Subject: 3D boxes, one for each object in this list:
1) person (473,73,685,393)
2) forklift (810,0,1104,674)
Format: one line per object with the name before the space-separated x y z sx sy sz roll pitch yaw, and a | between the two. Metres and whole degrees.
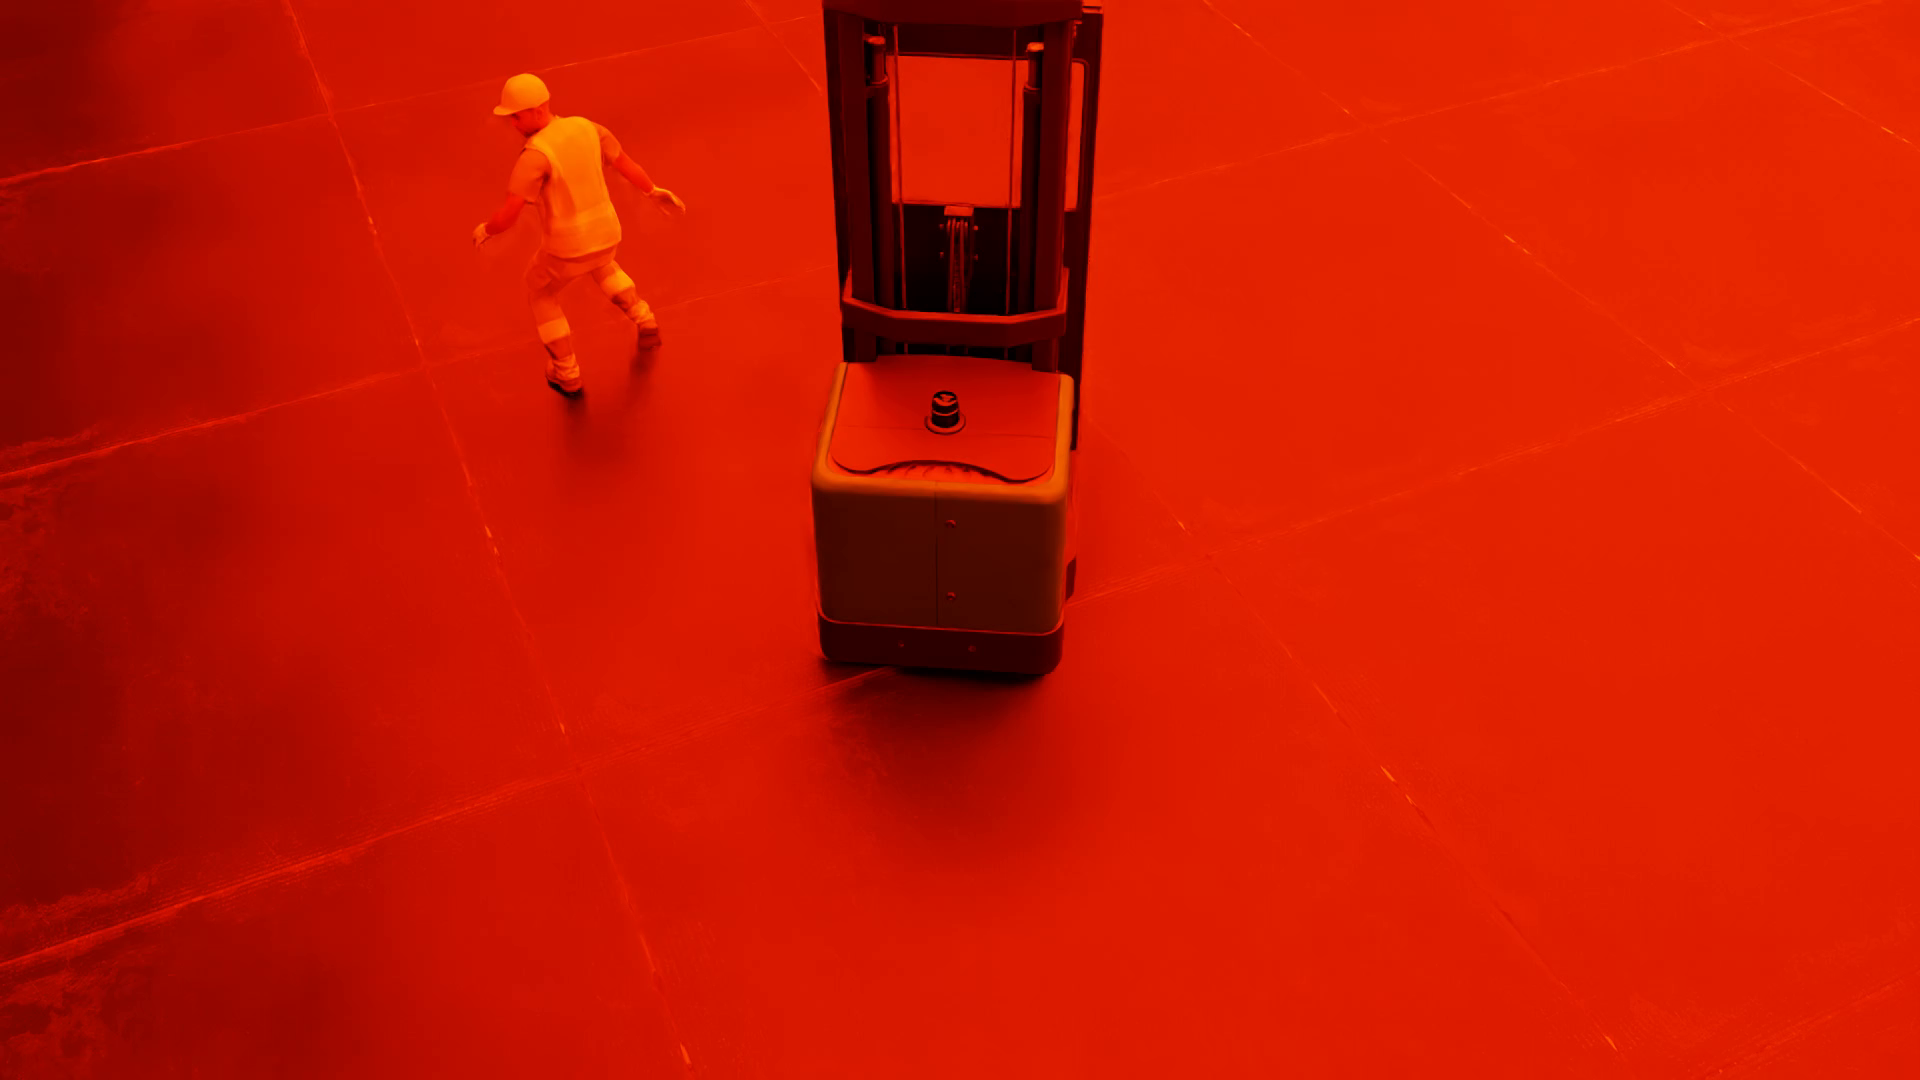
person | -1.900 -1.553 8.368 0.502 1.656 1.027 32 52 30
forklift | 0.034 -1.500 7.287 1.130 2.935 3.031 3 43 4
